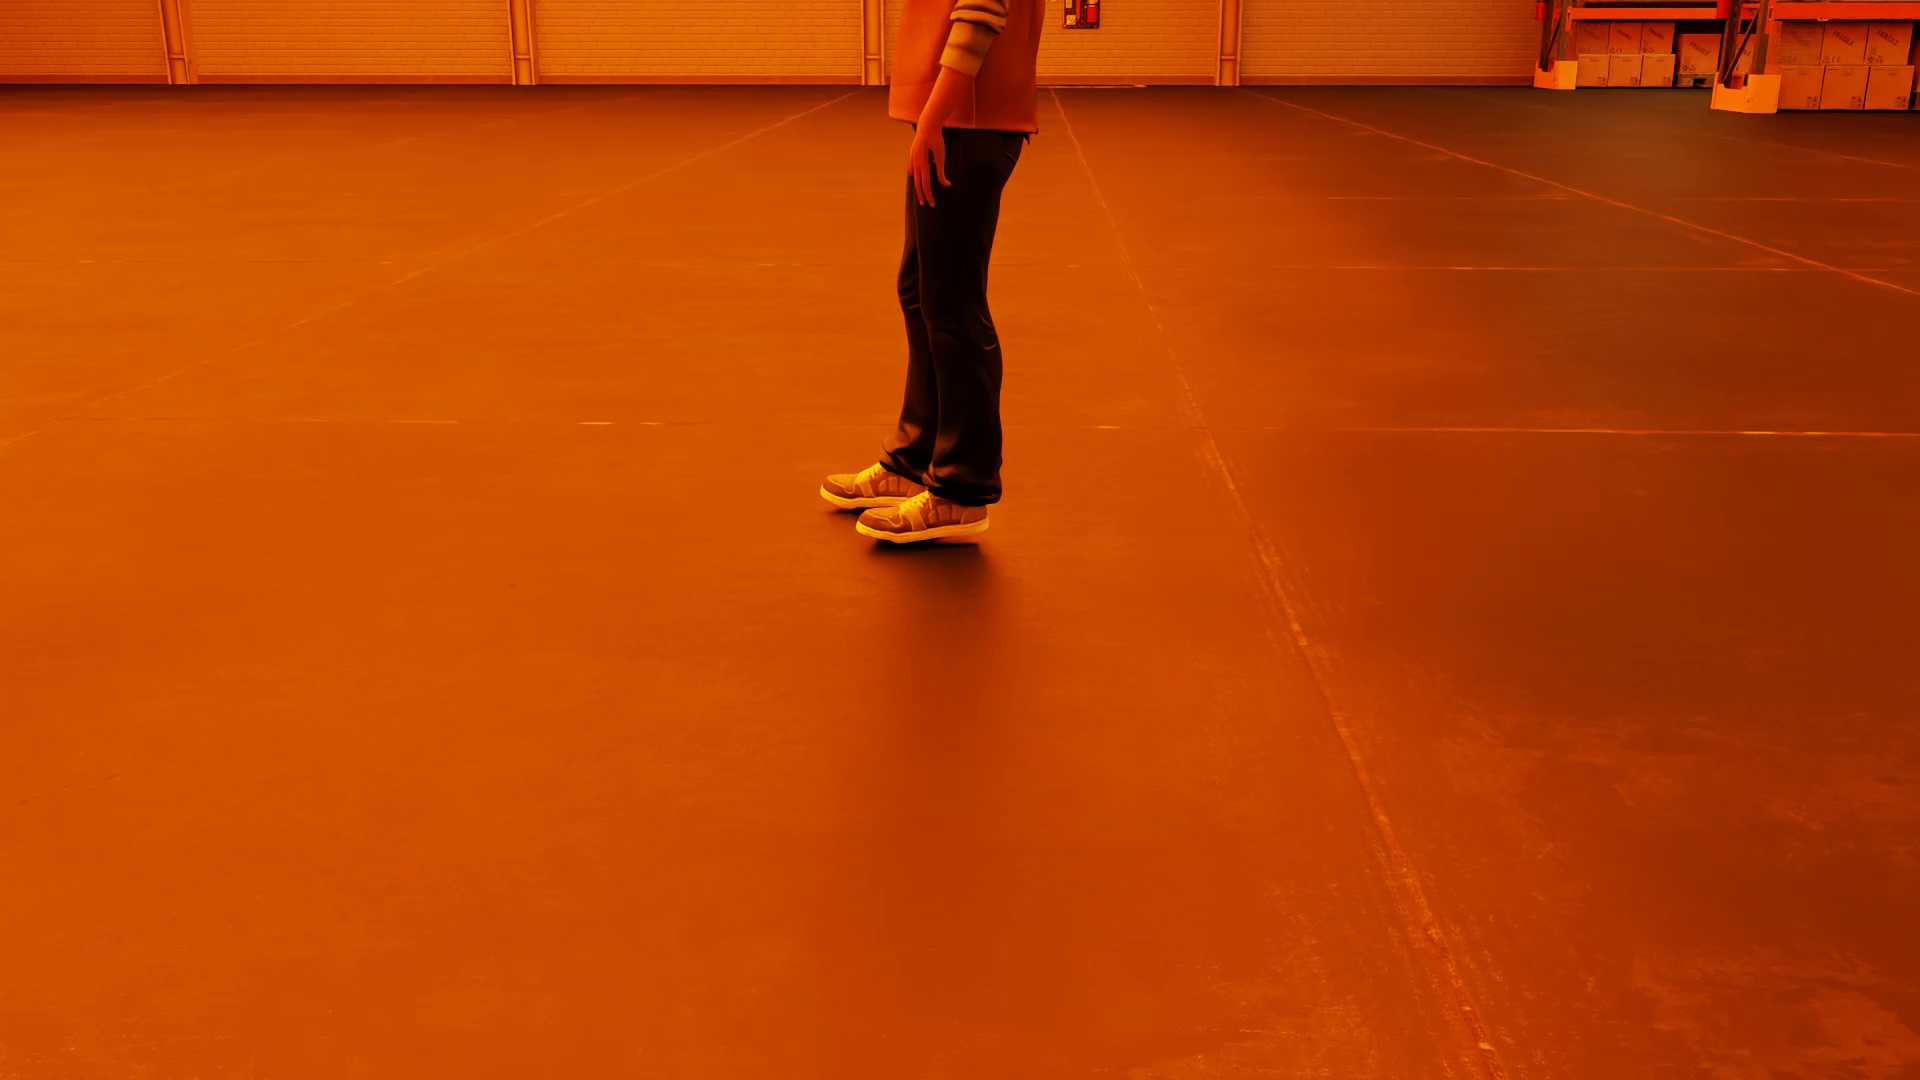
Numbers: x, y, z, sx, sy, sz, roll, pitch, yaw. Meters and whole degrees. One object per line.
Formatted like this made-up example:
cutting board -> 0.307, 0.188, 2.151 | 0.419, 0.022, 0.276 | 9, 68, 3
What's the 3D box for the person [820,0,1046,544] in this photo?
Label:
person -> -0.073, -0.775, 3.149 | 0.475, 1.598, 0.519 | 1, 17, 2
